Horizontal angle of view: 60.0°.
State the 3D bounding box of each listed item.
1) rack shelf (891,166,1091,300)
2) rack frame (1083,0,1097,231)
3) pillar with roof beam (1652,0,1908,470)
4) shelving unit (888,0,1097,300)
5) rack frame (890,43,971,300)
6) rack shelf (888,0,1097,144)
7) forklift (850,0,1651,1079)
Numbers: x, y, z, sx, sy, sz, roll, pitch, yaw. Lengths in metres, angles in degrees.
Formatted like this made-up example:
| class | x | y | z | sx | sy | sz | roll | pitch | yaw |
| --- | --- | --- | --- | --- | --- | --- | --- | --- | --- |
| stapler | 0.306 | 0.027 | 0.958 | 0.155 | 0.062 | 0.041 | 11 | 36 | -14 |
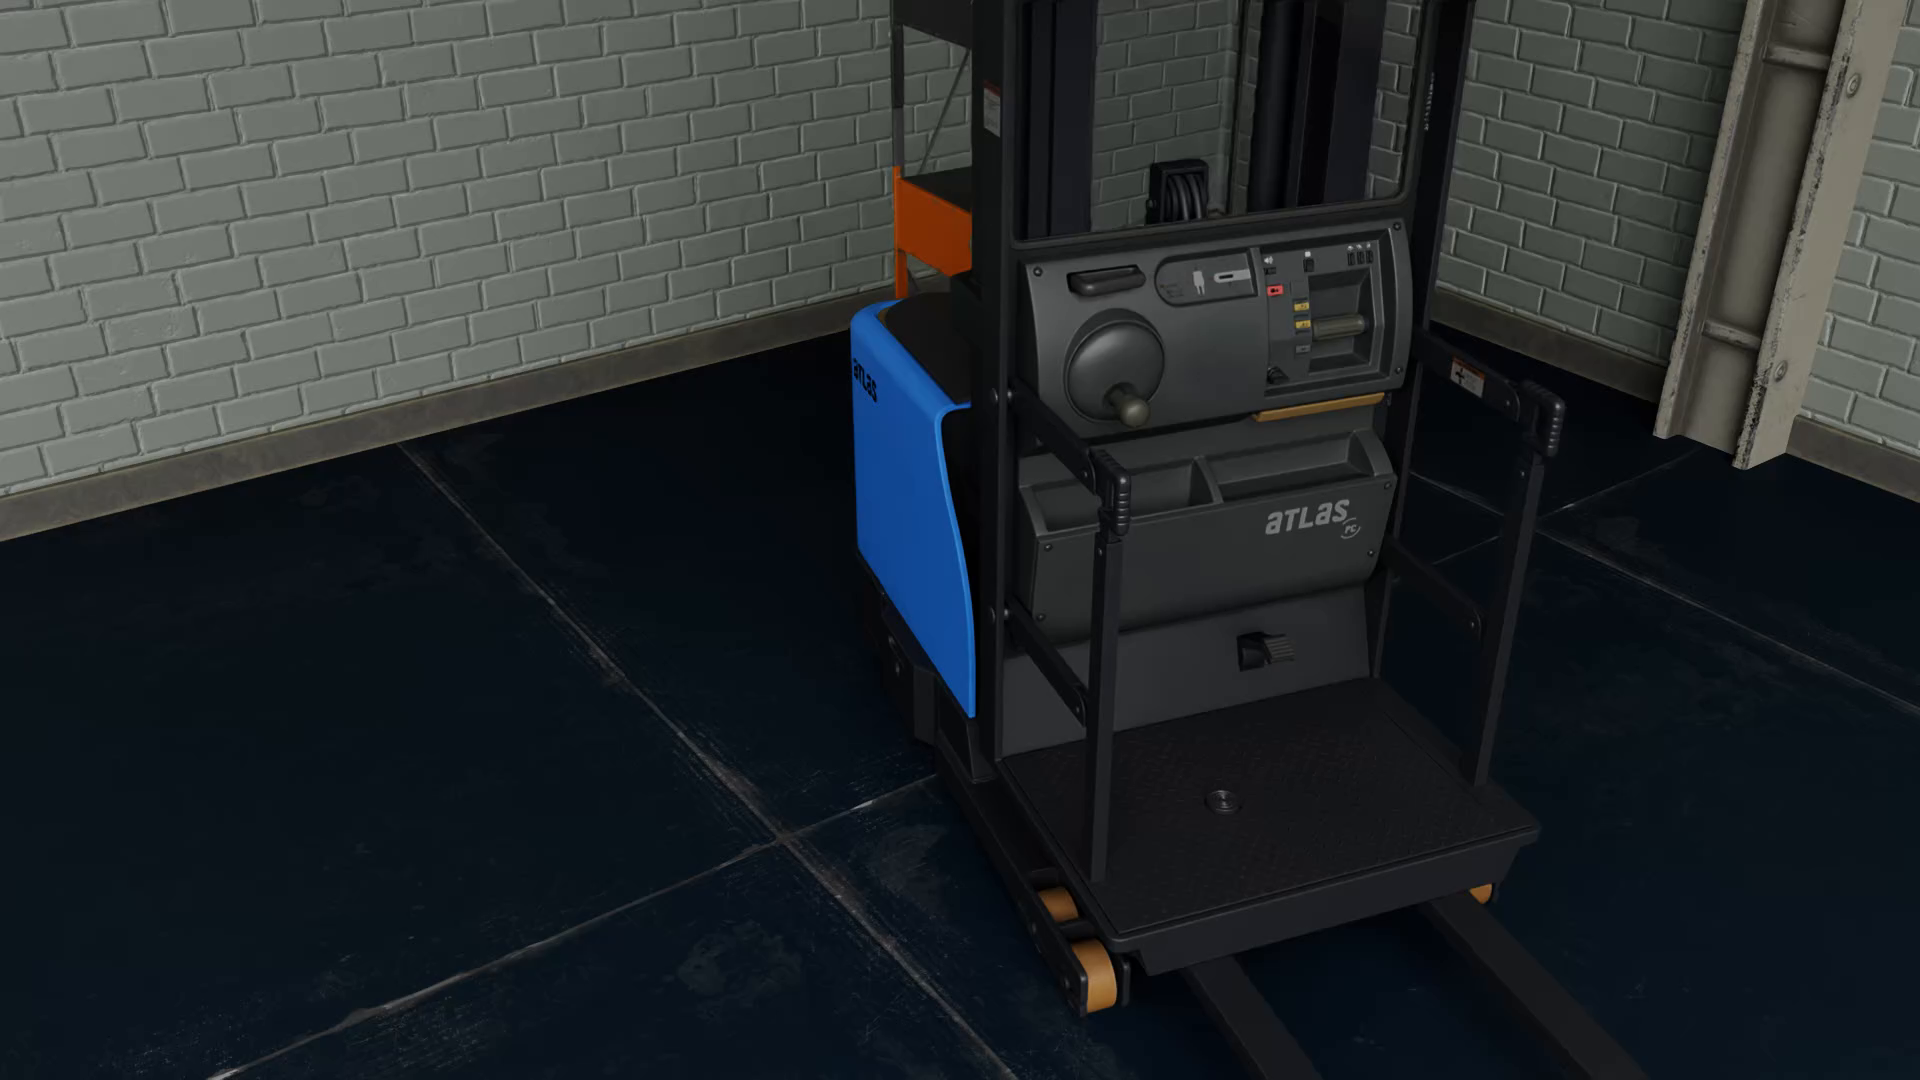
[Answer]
| class | x | y | z | sx | sy | sz | roll | pitch | yaw |
| --- | --- | --- | --- | --- | --- | --- | --- | --- | --- |
| rack shelf | 0.091 | -0.886 | 5.209 | 0.431 | 0.518 | 0.480 | -16 | 32 | -27 |
| rack frame | 0.215 | -0.798 | 5.019 | 0.400 | 2.100 | 0.015 | -16 | 32 | -27 |
| pillar with roof beam | -0.559 | -3.143 | 2.108 | 9.100 | 9.000 | 0.400 | -19 | 34 | -31 |
| shelving unit | 0.091 | -0.898 | 5.203 | 0.431 | 2.100 | 0.503 | -16 | 32 | -27 |
| rack frame | -0.034 | -0.998 | 5.387 | 0.400 | 2.100 | 0.015 | -16 | 32 | -27 |
| rack shelf | 0.091 | -1.501 | 4.875 | 0.431 | 0.518 | 0.480 | -16 | 32 | -27 |
| forklift | 0.661 | -0.439 | 3.488 | 1.130 | 2.935 | 3.031 | -10 | 30 | -18 |
